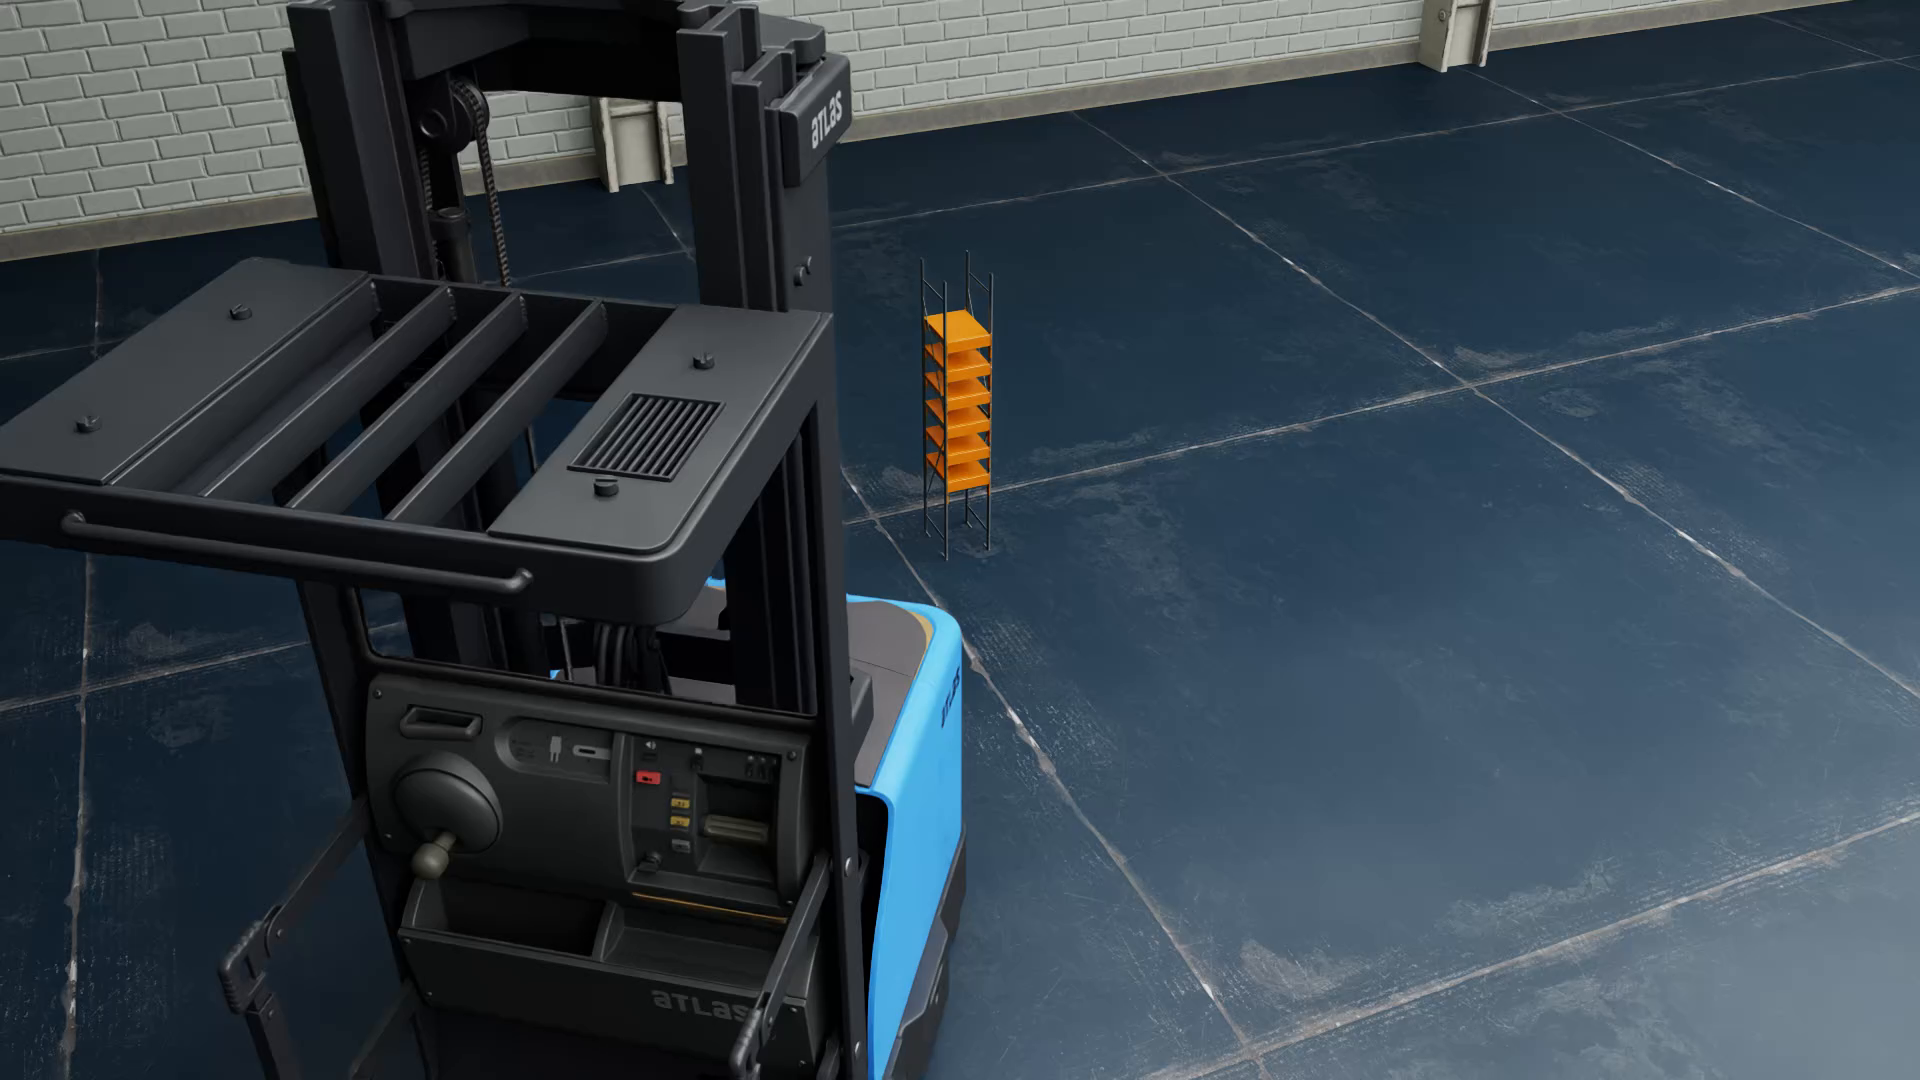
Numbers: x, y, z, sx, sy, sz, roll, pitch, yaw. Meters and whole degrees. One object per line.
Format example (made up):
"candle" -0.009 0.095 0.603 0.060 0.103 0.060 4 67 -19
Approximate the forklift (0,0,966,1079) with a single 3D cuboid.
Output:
"forklift" -0.805 0.581 3.170 1.130 2.935 3.031 7 34 11

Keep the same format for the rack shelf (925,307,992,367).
"rack shelf" -0.013 -0.764 6.246 0.180 0.103 0.258 -13 35 -19

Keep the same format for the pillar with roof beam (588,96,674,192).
"pillar with roof beam" -0.306 -3.804 4.345 0.400 9.000 9.100 -13 35 -19

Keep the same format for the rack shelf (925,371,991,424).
"rack shelf" -0.013 -0.563 6.377 0.180 0.103 0.258 -13 35 -19

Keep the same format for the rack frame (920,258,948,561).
"rack frame" -0.098 -0.481 6.388 0.006 1.200 0.240 -13 35 -19

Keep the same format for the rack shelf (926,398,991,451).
"rack shelf" -0.013 -0.463 6.442 0.180 0.103 0.258 -13 35 -19

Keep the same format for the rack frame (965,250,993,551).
"rack frame" 0.071 -0.519 6.448 0.006 1.200 0.240 -13 35 -19

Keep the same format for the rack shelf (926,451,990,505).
"rack shelf" -0.013 -0.261 6.573 0.180 0.103 0.258 -13 35 -19

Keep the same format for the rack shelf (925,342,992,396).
"rack shelf" -0.013 -0.664 6.311 0.180 0.103 0.258 -13 35 -19

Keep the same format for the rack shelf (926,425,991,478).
"rack shelf" -0.013 -0.362 6.508 0.180 0.103 0.258 -13 35 -19

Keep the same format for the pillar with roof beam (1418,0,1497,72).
"pillar with roof beam" 5.226 -5.071 6.292 0.400 9.000 9.100 -13 35 -19

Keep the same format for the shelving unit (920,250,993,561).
"shelving unit" -0.013 -0.500 6.418 0.189 1.200 0.258 -13 35 -19
